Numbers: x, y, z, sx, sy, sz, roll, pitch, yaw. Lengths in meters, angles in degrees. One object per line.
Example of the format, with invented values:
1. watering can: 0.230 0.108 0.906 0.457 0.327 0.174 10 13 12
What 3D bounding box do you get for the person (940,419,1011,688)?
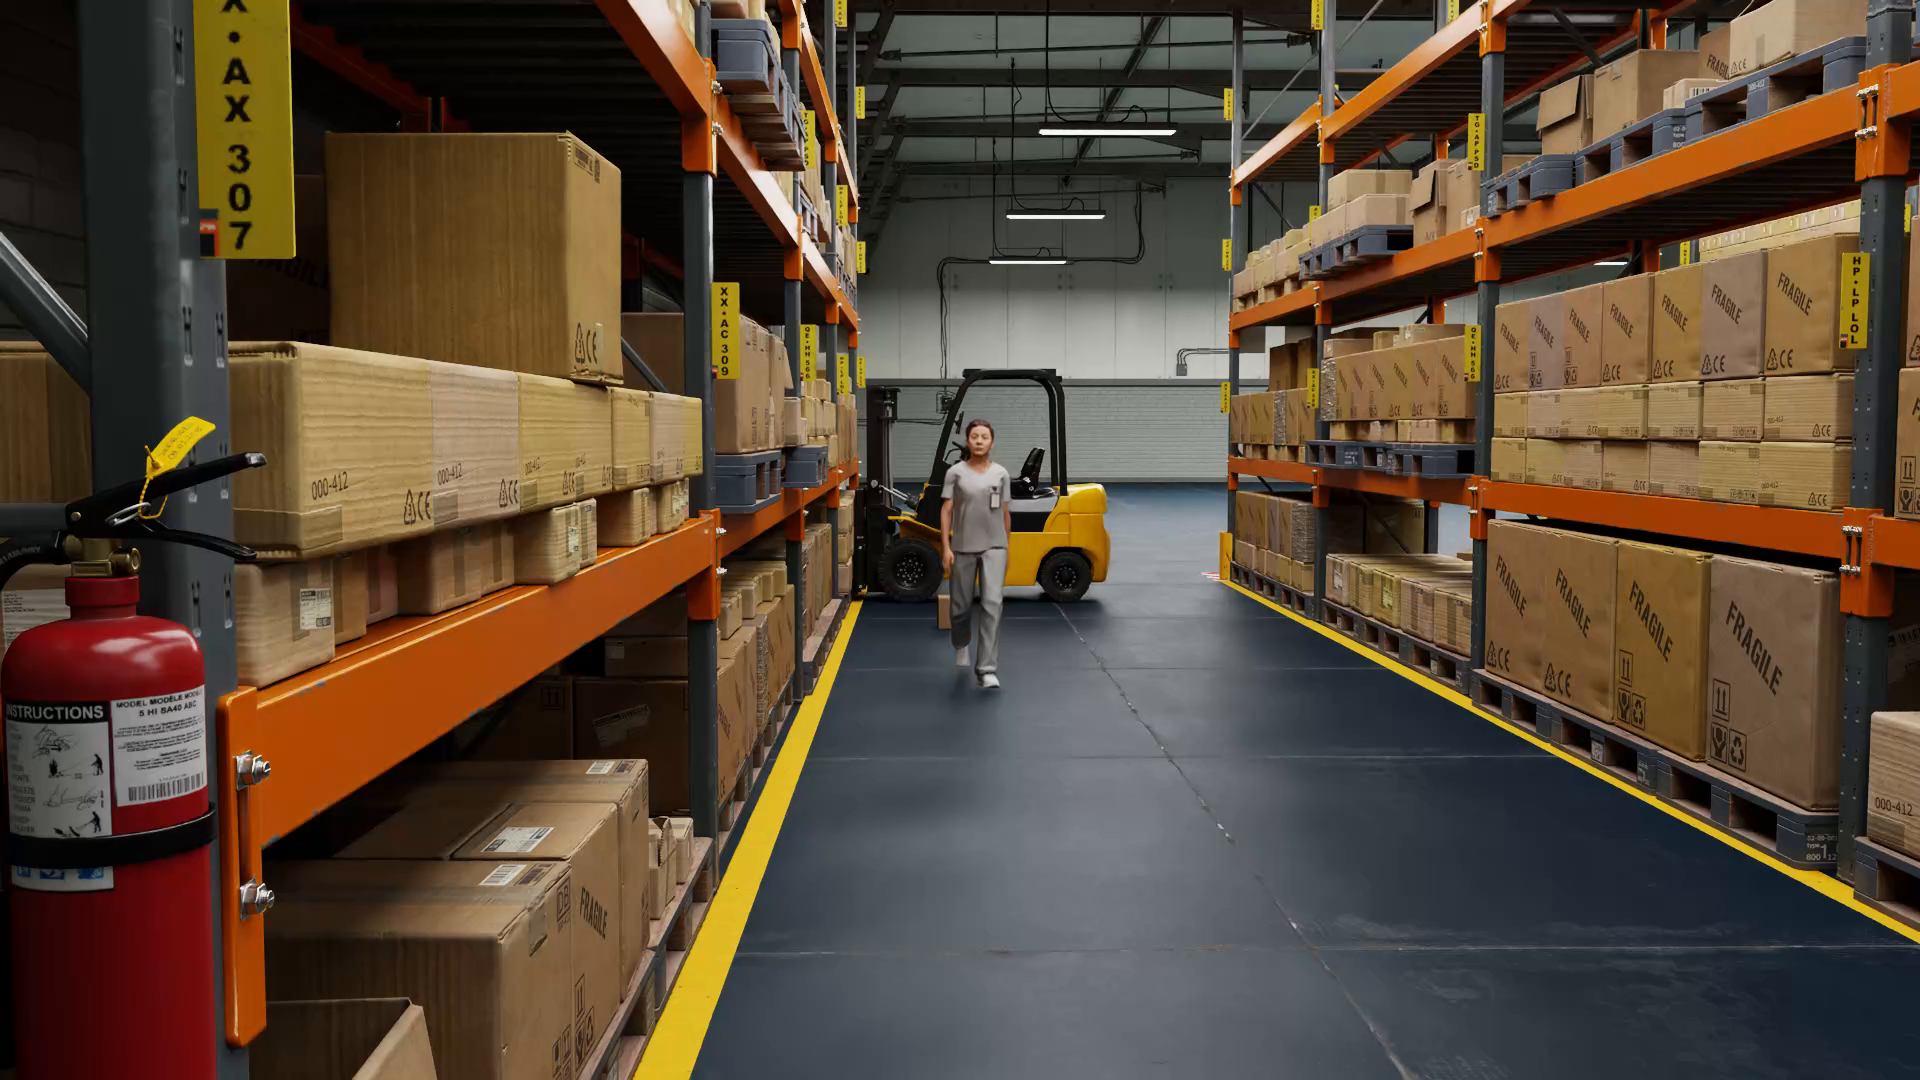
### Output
1. person: 0.098 0.068 10.382 0.451 1.634 0.869 0 4 -5
